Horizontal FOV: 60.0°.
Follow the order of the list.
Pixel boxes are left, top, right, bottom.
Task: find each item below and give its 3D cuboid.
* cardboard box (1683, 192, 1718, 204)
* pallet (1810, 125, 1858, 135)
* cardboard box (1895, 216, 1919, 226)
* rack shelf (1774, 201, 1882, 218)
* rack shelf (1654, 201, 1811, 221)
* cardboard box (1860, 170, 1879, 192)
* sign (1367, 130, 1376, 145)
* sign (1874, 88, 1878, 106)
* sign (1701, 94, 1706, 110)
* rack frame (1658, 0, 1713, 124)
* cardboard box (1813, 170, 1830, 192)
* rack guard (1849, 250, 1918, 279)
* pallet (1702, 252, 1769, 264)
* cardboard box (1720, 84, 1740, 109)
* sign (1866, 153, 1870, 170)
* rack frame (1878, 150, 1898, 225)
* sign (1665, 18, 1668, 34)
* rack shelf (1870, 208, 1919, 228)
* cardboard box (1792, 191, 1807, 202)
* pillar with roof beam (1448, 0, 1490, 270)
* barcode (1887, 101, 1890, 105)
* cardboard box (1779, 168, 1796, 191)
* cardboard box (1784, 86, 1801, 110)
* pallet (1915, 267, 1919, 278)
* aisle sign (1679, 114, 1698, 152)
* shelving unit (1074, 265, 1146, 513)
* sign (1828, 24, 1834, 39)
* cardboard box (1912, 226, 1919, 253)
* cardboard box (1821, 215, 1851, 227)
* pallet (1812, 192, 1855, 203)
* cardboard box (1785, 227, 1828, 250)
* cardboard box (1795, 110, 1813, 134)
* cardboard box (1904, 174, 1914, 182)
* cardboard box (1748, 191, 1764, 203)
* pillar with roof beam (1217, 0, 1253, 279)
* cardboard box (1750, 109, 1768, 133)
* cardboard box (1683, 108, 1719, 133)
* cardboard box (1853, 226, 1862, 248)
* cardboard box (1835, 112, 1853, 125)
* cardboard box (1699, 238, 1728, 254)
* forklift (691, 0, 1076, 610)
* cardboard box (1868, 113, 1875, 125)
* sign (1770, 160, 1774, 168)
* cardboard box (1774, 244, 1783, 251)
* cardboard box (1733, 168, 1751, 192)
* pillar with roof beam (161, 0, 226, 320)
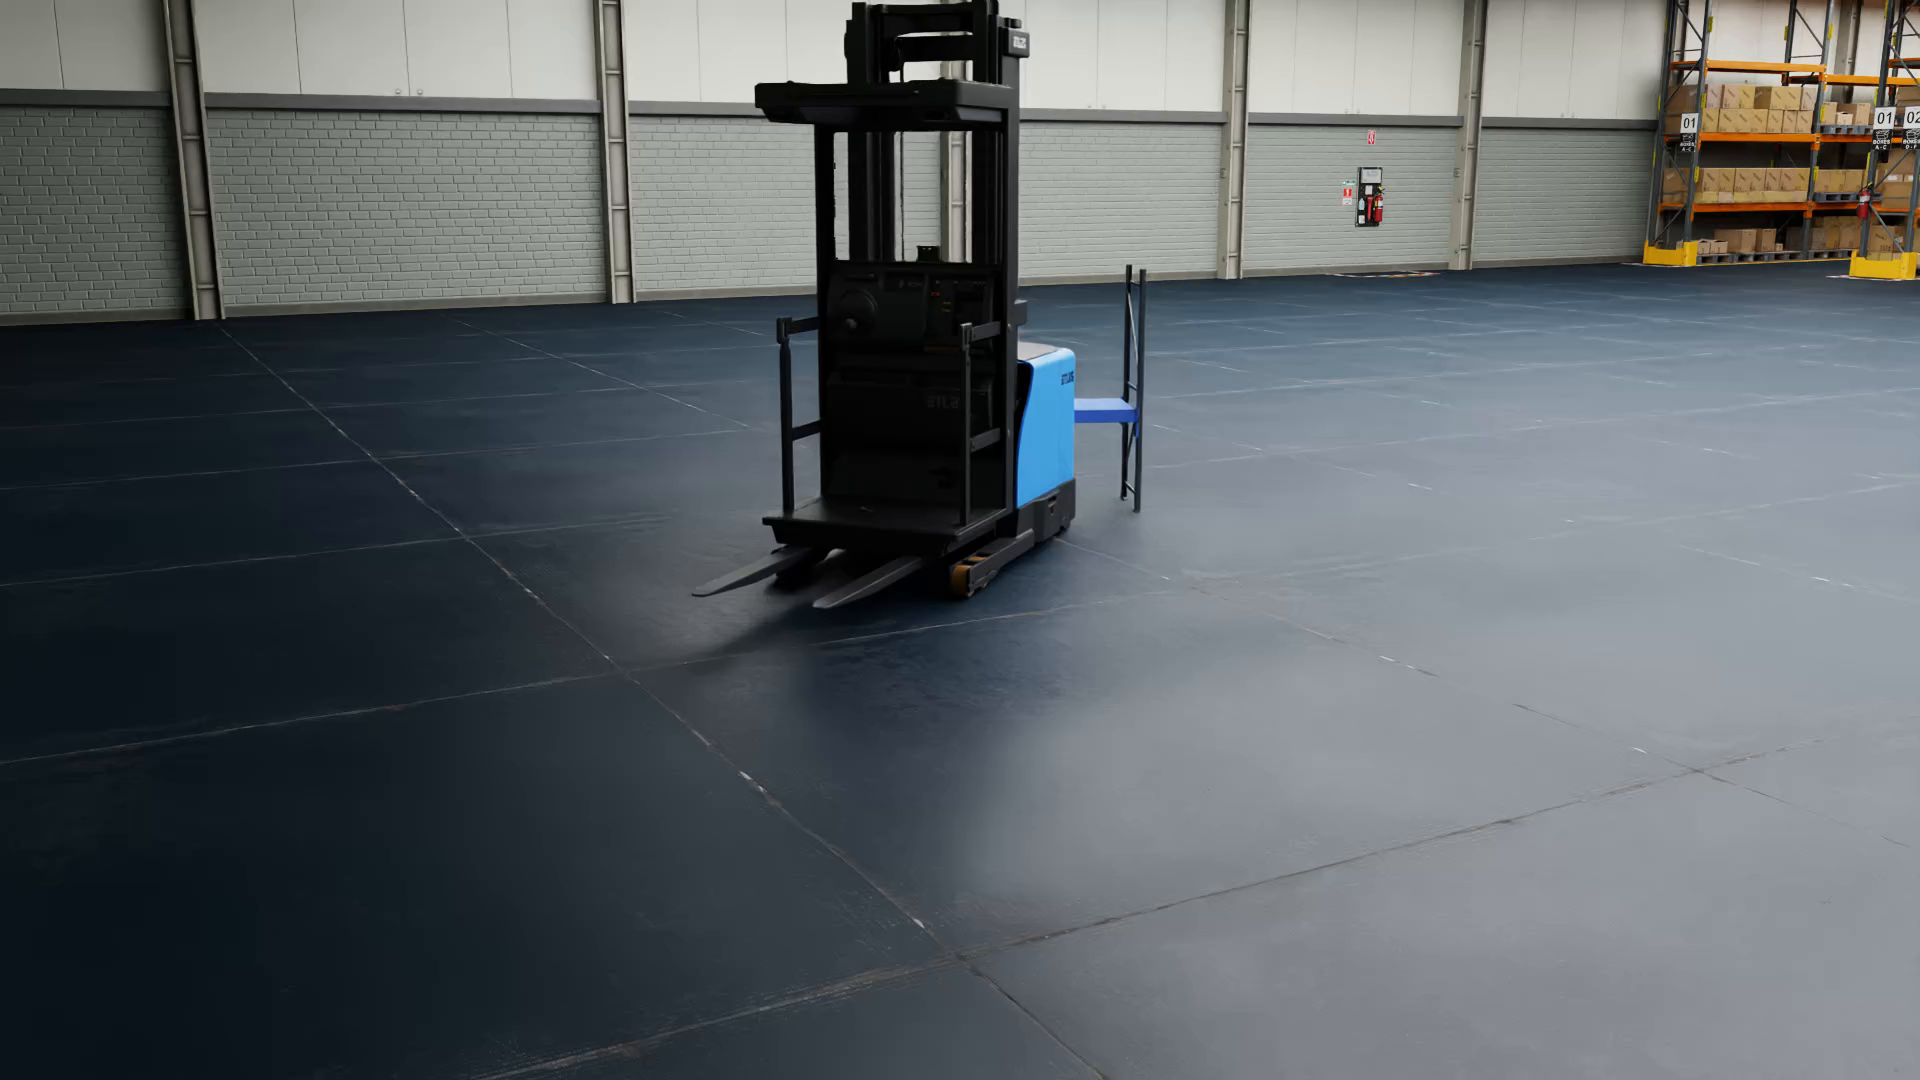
[{"bbox_3d":[16.087,-7.439,36.130,0.500,0.250,0.500,-7,15,-29],"label":"cardboard box"},{"bbox_3d":[19.611,-9.350,37.918,1.003,0.211,1.213,-7,14,-28],"label":"pallet"},{"bbox_3d":[23.237,-7.562,40.320,0.750,0.750,0.750,-7,14,-29],"label":"cardboard box"},{"bbox_3d":[20.773,-7.793,39.043,4.000,0.370,1.077,-7,14,-28],"label":"rack shelf"},{"bbox_3d":[17.262,-7.372,37.173,4.000,0.370,1.077,-7,14,-28],"label":"rack shelf"},{"bbox_3d":[21.038,-8.431,39.010,0.500,0.500,0.700,-7,14,-28],"label":"cardboard box"},{"bbox_3d":[8.198,-8.018,33.127,0.199,0.298,0.001,-7,14,-28],"label":"sign"},{"bbox_3d":[17.636,-8.521,31.972,0.005,0.325,0.100,-7,14,-28],"label":"sign"},{"bbox_3d":[15.767,-9.298,35.269,0.005,0.325,0.100,-7,14,-28],"label":"sign"},{"bbox_3d":[15.507,-10.439,35.501,0.127,3.000,1.000,-7,14,-28],"label":"rack frame"},{"bbox_3d":[19.481,-8.244,38.179,0.500,0.500,0.700,-7,14,-28],"label":"cardboard box"},{"bbox_3d":[17.862,-5.336,32.182,0.348,0.500,1.175,-7,14,-28],"label":"rack guard"},{"bbox_3d":[17.373,-6.366,37.417,1.213,0.211,1.003,-7,14,-28],"label":"pallet"},{"bbox_3d":[16.426,-9.559,35.870,0.500,0.500,0.500,-7,14,-29],"label":"cardboard box"},{"bbox_3d":[17.636,-7.345,32.237,0.005,0.325,0.100,-7,14,-28],"label":"sign"},{"bbox_3d":[22.529,-8.354,39.899,0.127,3.000,1.000,-7,14,-28],"label":"rack frame"},{"bbox_3d":[15.259,-11.081,35.865,0.005,0.325,0.100,-7,14,-28],"label":"sign"},{"bbox_3d":[19.639,-6.418,32.933,4.000,0.370,1.077,-7,14,-28],"label":"rack shelf"},{"bbox_3d":[18.747,-7.762,37.562,0.500,0.250,0.500,-7,14,-28],"label":"cardboard box"},{"bbox_3d":[12.503,-9.219,30.077,0.400,9.000,9.100,-7,14,-28],"label":"pillar with roof beam"},{"bbox_3d":[17.917,-8.430,32.080,0.075,0.075,0.001,-7,14,-28],"label":"barcode"},{"bbox_3d":[18.316,-8.073,37.237,0.500,0.500,0.500,-7,14,-28],"label":"cardboard box"},{"bbox_3d":[18.229,-9.778,36.844,0.500,0.500,0.500,-6,14,-25],"label":"cardboard box"},{"bbox_3d":[18.535,-5.287,32.619,1.213,0.211,1.003,-7,14,-28],"label":"pallet"},{"bbox_3d":[15.587,-8.716,35.583,0.004,0.787,0.394,-7,14,-28],"label":"aisle sign"},{"bbox_3d":[0.581,-0.947,10.400,1.048,1.500,0.538,-1,13,-5],"label":"shelving unit"},{"bbox_3d":[19.261,-11.248,36.786,0.005,0.325,0.100,-7,14,-28],"label":"sign"},{"bbox_3d":[18.899,-5.854,32.388,0.500,0.500,0.500,-7,14,-28],"label":"cardboard box"},{"bbox_3d":[20.496,-7.477,38.986,0.500,0.250,0.500,-7,15,-29],"label":"cardboard box"},{"bbox_3d":[19.758,-7.892,38.283,1.213,0.211,1.003,-7,14,-28],"label":"pallet"},{"bbox_3d":[19.656,-7.009,38.614,0.500,0.500,0.700,-6,14,-26],"label":"cardboard box"},{"bbox_3d":[18.691,-9.354,37.238,0.500,0.500,0.500,-6,14,-26],"label":"cardboard box"},{"bbox_3d":[18.331,-6.923,31.836,0.250,0.149,0.380,-7,14,-28],"label":"cardboard box"},{"bbox_3d":[17.431,-7.602,36.852,0.500,0.250,0.500,-7,14,-27],"label":"cardboard box"},{"bbox_3d":[7.237,-8.588,27.273,0.400,9.000,9.100,-7,14,-28],"label":"pillar with roof beam"},{"bbox_3d":[17.322,-9.187,36.494,0.500,0.500,0.500,-6,14,-24],"label":"cardboard box"},{"bbox_3d":[15.920,-9.022,35.759,0.500,0.500,0.500,-6,14,-26],"label":"cardboard box"},{"bbox_3d":[20.991,-7.174,39.346,0.500,0.500,0.700,-7,14,-28],"label":"cardboard box"},{"bbox_3d":[20.076,-9.665,38.138,0.500,0.311,0.500,-6,14,-26],"label":"cardboard box"},{"bbox_3d":[16.658,-6.531,36.919,0.500,0.311,0.500,-6,14,-23],"label":"cardboard box"},{"bbox_3d":[-0.336,-1.247,8.476,1.130,2.935,3.031,5,14,21],"label":"forklift"},{"bbox_3d":[21.346,-9.759,39.029,0.637,0.503,0.797,-5,14,-20],"label":"cardboard box"},{"bbox_3d":[18.749,-8.605,38.376,0.005,0.325,0.100,-7,14,-28],"label":"sign"},{"bbox_3d":[18.562,-6.704,38.016,0.250,0.166,0.380,-9,16,-35],"label":"cardboard box"},{"bbox_3d":[16.965,-7.911,36.516,0.500,0.500,0.500,-7,15,-30],"label":"cardboard box"},{"bbox_3d":[-8.563,-6.694,18.858,0.400,9.000,9.100,-7,14,-28],"label":"pillar with roof beam"}]
